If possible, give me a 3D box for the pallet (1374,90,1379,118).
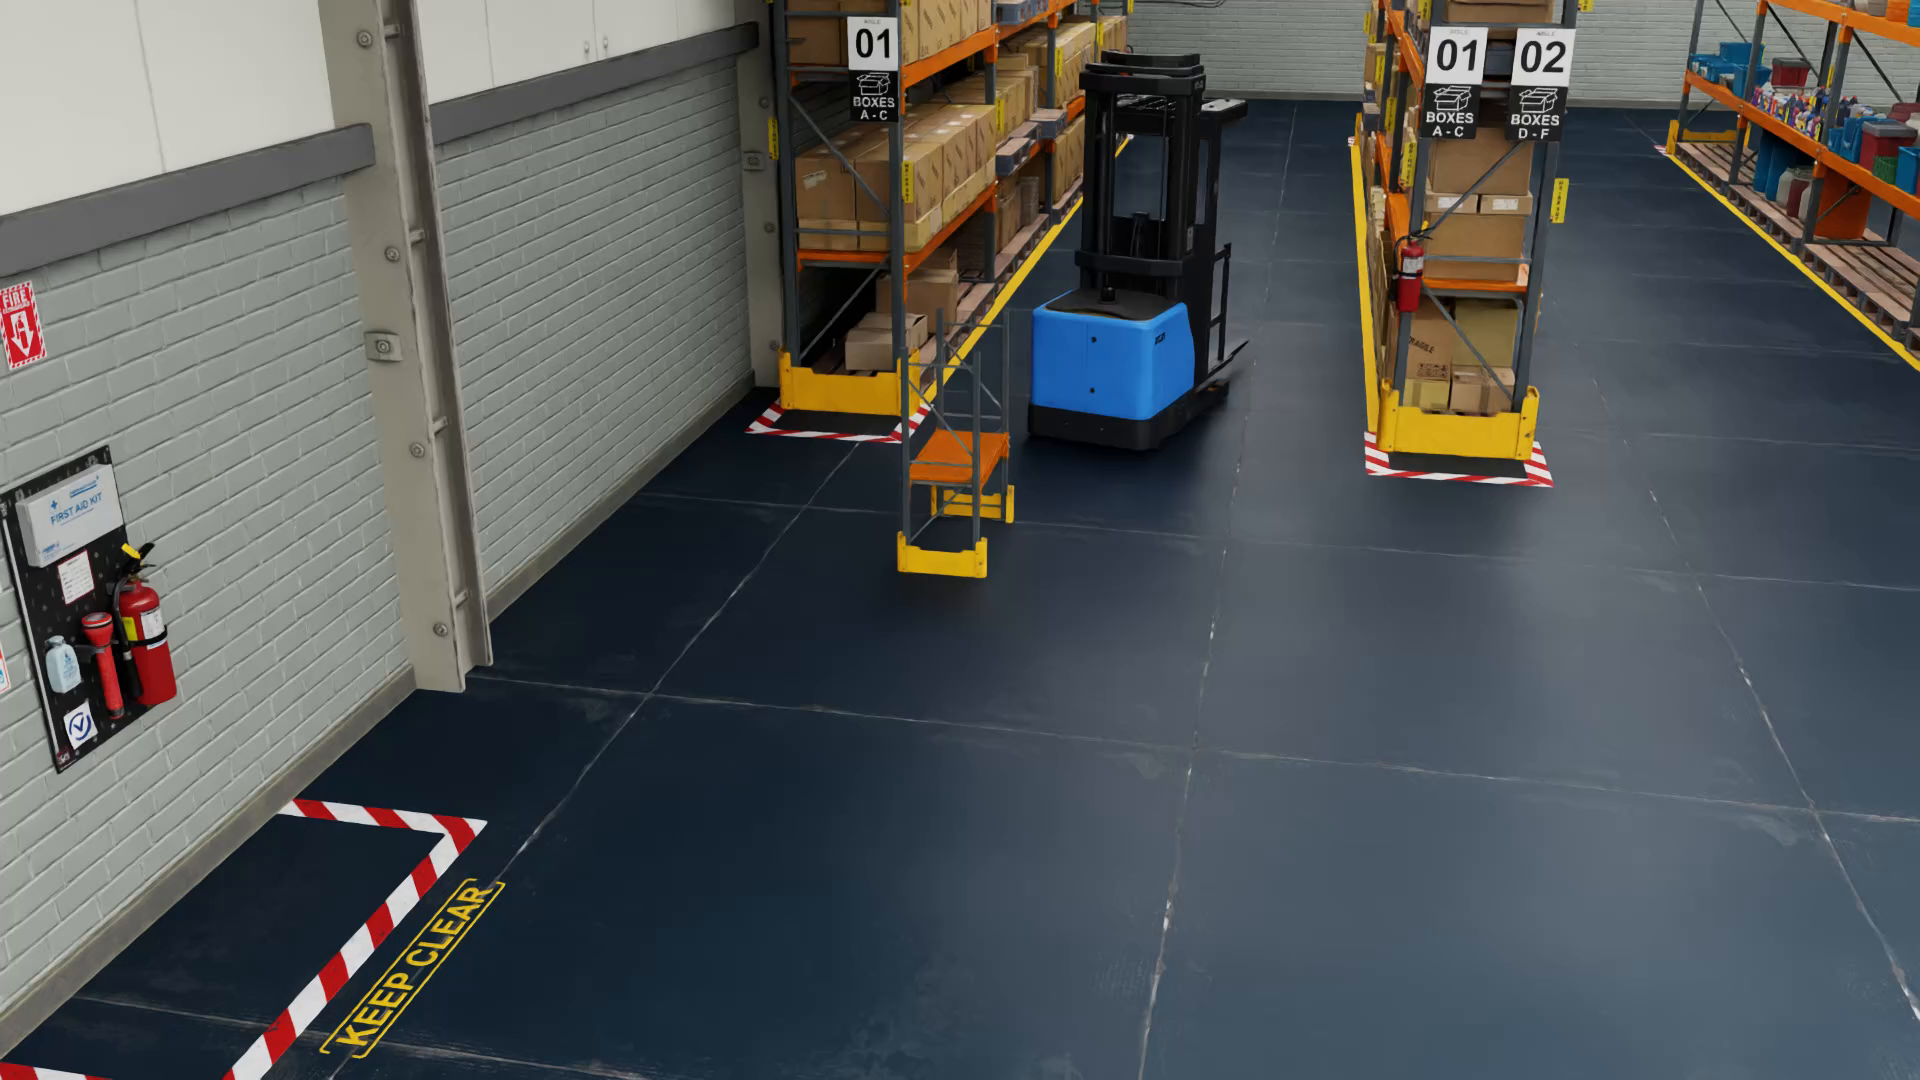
[{"bbox_3d":[5.922,-5.670,21.674,1.003,0.211,1.213,4,22,11],"label":"pallet"}]

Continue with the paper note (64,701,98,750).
[{"bbox_3d":[-3.527,0.743,6.672,0.016,0.148,0.142,4,22,11],"label":"paper note"}]

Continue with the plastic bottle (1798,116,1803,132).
[{"bbox_3d":[10.231,-5.060,20.169,0.097,0.201,0.097,0,22,0],"label":"plastic bottle"}]

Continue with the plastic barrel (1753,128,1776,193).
[{"bbox_3d":[11.066,-5.155,22.386,0.600,0.901,0.708,4,22,11],"label":"plastic barrel"}]

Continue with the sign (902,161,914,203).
[{"bbox_3d":[-0.422,-2.858,13.277,0.100,0.325,0.005,4,22,11],"label":"sign"}]

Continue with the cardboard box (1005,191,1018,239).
[{"bbox_3d":[0.291,-3.838,19.625,0.700,0.500,0.500,4,22,11],"label":"cardboard box"}]

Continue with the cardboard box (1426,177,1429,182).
[{"bbox_3d":[3.893,-2.813,13.320,0.380,0.149,0.250,4,22,10],"label":"cardboard box"}]

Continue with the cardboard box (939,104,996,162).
[{"bbox_3d":[0.069,-4.052,16.570,0.500,0.500,0.500,4,22,11],"label":"cardboard box"}]

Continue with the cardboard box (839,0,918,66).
[{"bbox_3d":[-0.640,-4.048,13.215,0.500,0.500,0.500,5,22,12],"label":"cardboard box"}]

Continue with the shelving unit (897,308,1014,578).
[{"bbox_3d":[-0.016,-0.668,11.004,0.587,1.500,1.083,4,22,11],"label":"shelving unit"}]

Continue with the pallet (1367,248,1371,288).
[{"bbox_3d":[5.072,-3.011,18.548,1.003,0.211,1.213,4,22,11],"label":"pallet"}]

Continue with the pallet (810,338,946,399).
[{"bbox_3d":[-0.737,-1.527,14.862,1.003,0.211,1.213,4,22,11],"label":"pallet"}]

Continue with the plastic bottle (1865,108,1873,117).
[{"bbox_3d":[11.002,-5.085,20.138,0.097,0.271,0.097,0,22,0],"label":"plastic bottle"}]

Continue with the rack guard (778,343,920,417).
[{"bbox_3d":[-0.938,-1.366,14.077,1.175,0.500,0.348,4,22,11],"label":"rack guard"}]

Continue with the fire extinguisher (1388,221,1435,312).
[{"bbox_3d":[3.418,-2.078,12.602,0.296,0.674,0.183,4,22,11],"label":"fire extinguisher"}]

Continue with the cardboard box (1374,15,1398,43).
[{"bbox_3d":[6.196,-7.225,23.807,0.500,0.500,0.500,5,22,11],"label":"cardboard box"}]

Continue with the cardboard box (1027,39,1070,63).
[{"bbox_3d":[1.133,-6.308,21.440,0.500,0.250,0.500,4,22,10],"label":"cardboard box"}]

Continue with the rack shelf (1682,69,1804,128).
[{"bbox_3d":[11.602,-6.529,24.514,1.077,0.370,4.000,4,22,11],"label":"rack shelf"}]

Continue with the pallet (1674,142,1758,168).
[{"bbox_3d":[11.804,-6.002,25.975,1.003,0.211,1.213,4,22,11],"label":"pallet"}]

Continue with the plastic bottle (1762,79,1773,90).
[{"bbox_3d":[10.797,-5.990,22.277,0.144,0.351,0.185,4,22,11],"label":"plastic bottle"}]

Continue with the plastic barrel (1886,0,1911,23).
[{"bbox_3d":[9.864,-5.736,16.992,0.600,0.830,0.708,4,22,11],"label":"plastic barrel"}]

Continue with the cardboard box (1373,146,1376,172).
[{"bbox_3d":[5.498,-4.821,21.062,0.500,0.250,0.500,5,23,13],"label":"cardboard box"}]

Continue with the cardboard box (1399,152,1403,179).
[{"bbox_3d":[4.713,-3.858,17.098,0.396,0.266,0.258,4,22,10],"label":"cardboard box"}]

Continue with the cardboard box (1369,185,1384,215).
[{"bbox_3d":[5.135,-4.058,19.782,0.500,0.311,0.500,5,23,13],"label":"cardboard box"}]

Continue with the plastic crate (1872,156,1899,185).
[{"bbox_3d":[9.641,-3.766,16.973,0.450,0.188,0.662,4,22,11],"label":"plastic crate"}]

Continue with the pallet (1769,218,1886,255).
[{"bbox_3d":[10.498,-3.667,20.176,1.003,0.211,1.213,4,22,11],"label":"pallet"}]

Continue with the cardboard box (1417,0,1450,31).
[{"bbox_3d":[3.874,-4.145,13.066,0.500,0.250,0.500,4,22,11],"label":"cardboard box"}]

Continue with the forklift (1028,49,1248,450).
[{"bbox_3d":[1.669,-2.564,13.797,1.130,2.935,3.031,11,24,25],"label":"forklift"}]

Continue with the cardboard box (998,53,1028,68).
[{"bbox_3d":[0.638,-5.847,20.265,0.380,0.149,0.250,2,22,4],"label":"cardboard box"}]

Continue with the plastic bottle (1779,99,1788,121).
[{"bbox_3d":[10.420,-5.432,20.999,0.097,0.271,0.097,0,22,0],"label":"plastic bottle"}]

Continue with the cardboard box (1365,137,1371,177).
[{"bbox_3d":[6.009,-5.397,23.496,0.500,0.500,0.500,3,22,8],"label":"cardboard box"}]

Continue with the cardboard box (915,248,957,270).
[{"bbox_3d":[-0.309,-2.623,16.608,0.500,0.500,0.500,3,22,7],"label":"cardboard box"}]

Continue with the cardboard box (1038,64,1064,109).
[{"bbox_3d":[1.029,-5.776,21.121,0.500,0.500,0.500,5,22,13],"label":"cardboard box"}]

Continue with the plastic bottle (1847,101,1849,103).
[{"bbox_3d":[11.094,-5.362,20.825,0.097,0.271,0.097,0,22,0],"label":"plastic bottle"}]

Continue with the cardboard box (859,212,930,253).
[{"bbox_3d":[-0.543,-2.592,13.949,0.500,0.250,0.500,4,22,9],"label":"cardboard box"}]

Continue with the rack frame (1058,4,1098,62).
[{"bbox_3d":[1.496,-6.887,24.438,1.000,3.000,0.127,4,22,11],"label":"rack frame"}]

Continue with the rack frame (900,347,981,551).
[{"bbox_3d":[-0.121,-0.479,10.534,0.500,1.500,0.032,4,22,11],"label":"rack frame"}]

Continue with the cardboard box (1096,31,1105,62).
[{"bbox_3d":[1.622,-7.223,24.872,0.980,0.700,0.700,5,22,12],"label":"cardboard box"}]

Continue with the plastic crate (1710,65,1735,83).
[{"bbox_3d":[11.308,-6.888,24.585,0.416,0.233,0.300,4,22,11],"label":"plastic crate"}]

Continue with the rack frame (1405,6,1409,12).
[{"bbox_3d":[4.713,-6.368,15.119,1.000,3.000,0.127,4,22,11],"label":"rack frame"}]

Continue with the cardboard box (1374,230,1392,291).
[{"bbox_3d":[4.312,-2.706,16.173,0.500,0.500,0.500,4,22,11],"label":"cardboard box"}]

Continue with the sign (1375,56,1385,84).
[{"bbox_3d":[4.996,-5.586,19.764,0.100,0.325,0.005,4,22,11],"label":"sign"}]

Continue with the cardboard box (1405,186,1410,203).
[{"bbox_3d":[4.629,-3.468,15.817,0.700,0.500,0.500,4,22,10],"label":"cardboard box"}]

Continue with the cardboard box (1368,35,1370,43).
[{"bbox_3d":[6.813,-7.878,26.765,0.500,0.500,0.500,5,22,12],"label":"cardboard box"}]

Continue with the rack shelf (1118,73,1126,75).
[{"bbox_3d":[1.904,-7.285,26.389,1.077,0.370,4.000,4,22,11],"label":"rack shelf"}]

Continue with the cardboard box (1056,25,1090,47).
[{"bbox_3d":[1.537,-7.052,23.285,0.500,0.250,0.500,5,22,12],"label":"cardboard box"}]

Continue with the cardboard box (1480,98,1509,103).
[{"bbox_3d":[4.322,-3.520,14.207,0.700,0.500,0.500,4,22,11],"label":"cardboard box"}]

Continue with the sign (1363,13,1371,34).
[{"bbox_3d":[6.631,-8.416,27.077,0.100,0.325,0.005,4,22,11],"label":"sign"}]

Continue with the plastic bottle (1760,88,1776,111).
[{"bbox_3d":[10.652,-5.800,21.906,0.152,0.276,0.135,4,22,11],"label":"plastic bottle"}]

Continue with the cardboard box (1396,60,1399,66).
[{"bbox_3d":[5.921,-5.848,21.162,0.700,0.500,0.500,9,24,21],"label":"cardboard box"}]

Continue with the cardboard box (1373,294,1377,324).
[{"bbox_3d":[4.215,-2.175,15.858,0.500,0.250,0.500,4,22,11],"label":"cardboard box"}]
